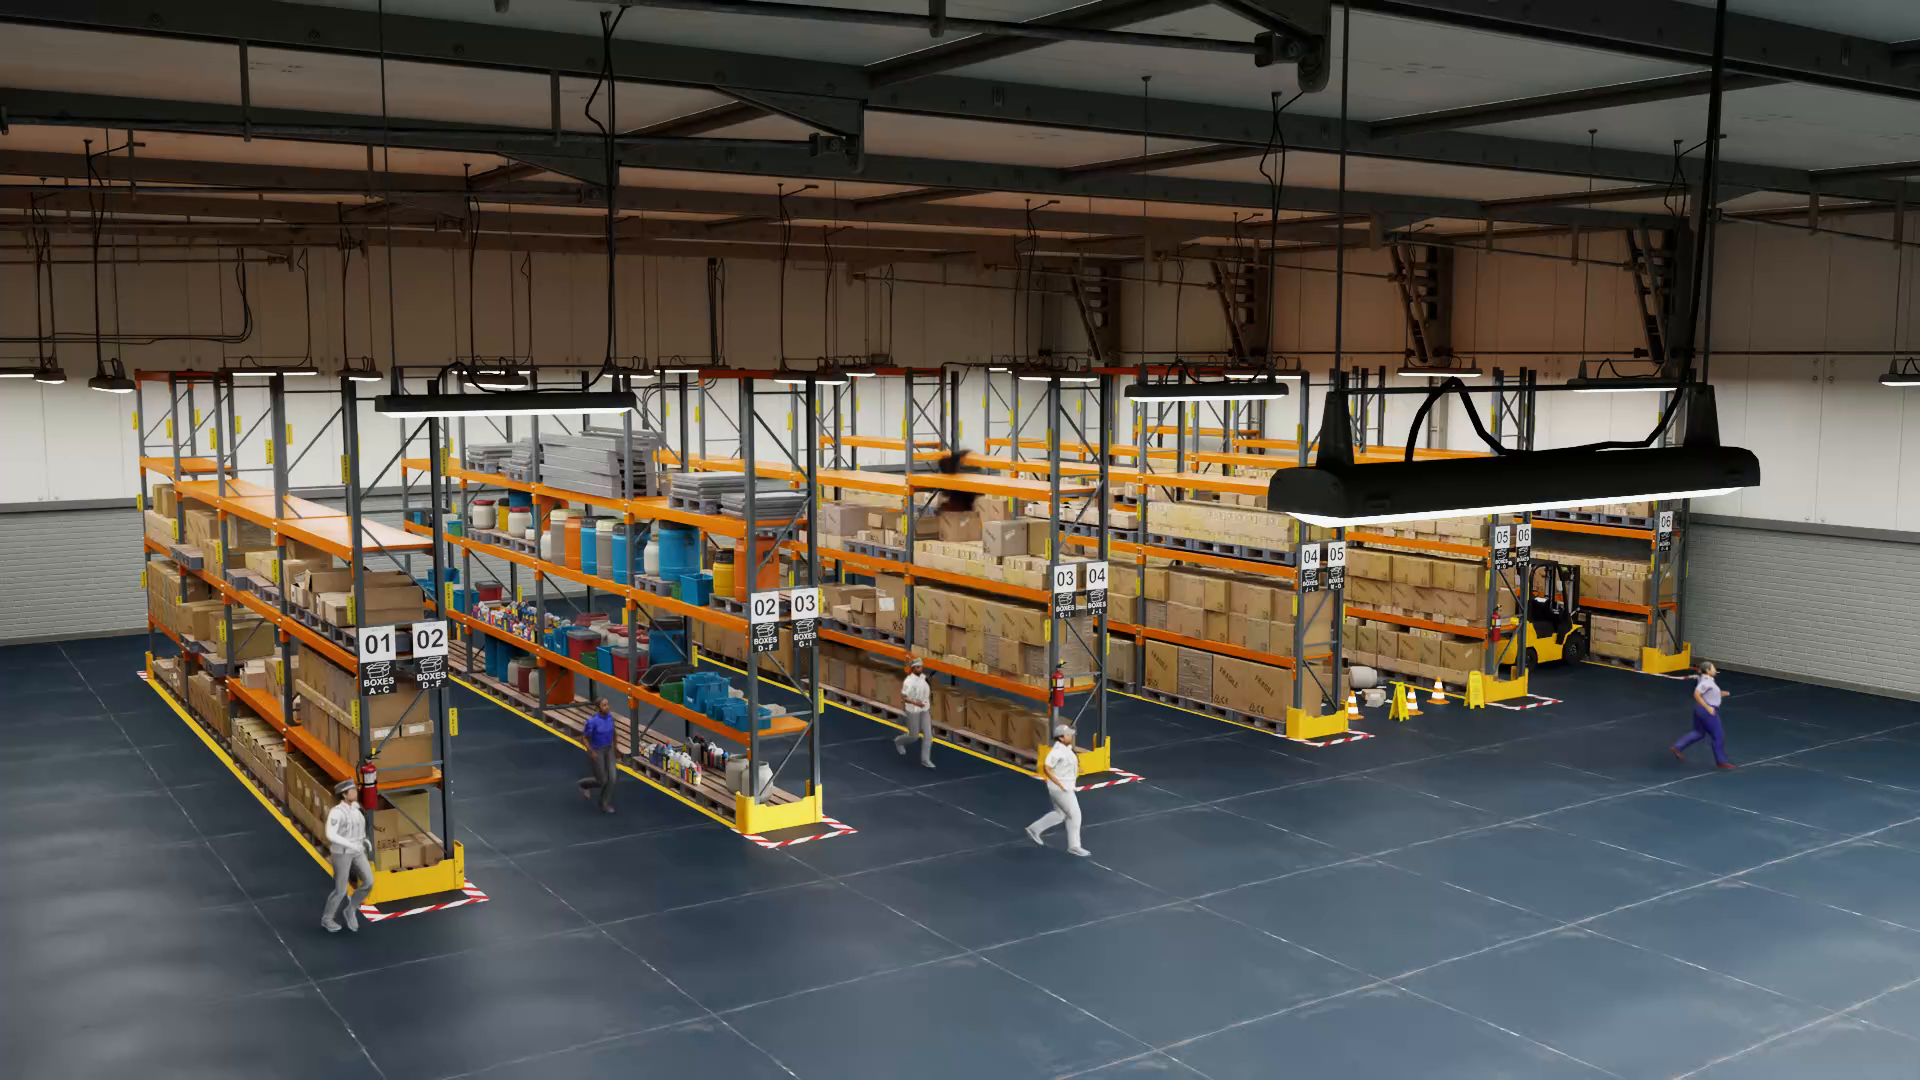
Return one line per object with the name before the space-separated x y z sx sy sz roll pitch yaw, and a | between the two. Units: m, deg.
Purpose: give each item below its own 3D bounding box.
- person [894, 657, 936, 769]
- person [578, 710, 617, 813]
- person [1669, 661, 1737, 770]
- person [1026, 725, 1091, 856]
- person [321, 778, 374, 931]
person | -0.666 2.624 25.513 0.409 1.692 0.851 -6 9 -42
person | -5.015 3.048 23.058 0.586 1.416 0.528 5 8 40
person | 11.337 2.648 25.296 0.943 1.632 0.608 1 7 10
person | 1.244 3.151 21.024 0.830 1.677 0.598 1 6 6
person | -6.694 3.448 18.307 0.579 1.669 0.571 2 7 21
